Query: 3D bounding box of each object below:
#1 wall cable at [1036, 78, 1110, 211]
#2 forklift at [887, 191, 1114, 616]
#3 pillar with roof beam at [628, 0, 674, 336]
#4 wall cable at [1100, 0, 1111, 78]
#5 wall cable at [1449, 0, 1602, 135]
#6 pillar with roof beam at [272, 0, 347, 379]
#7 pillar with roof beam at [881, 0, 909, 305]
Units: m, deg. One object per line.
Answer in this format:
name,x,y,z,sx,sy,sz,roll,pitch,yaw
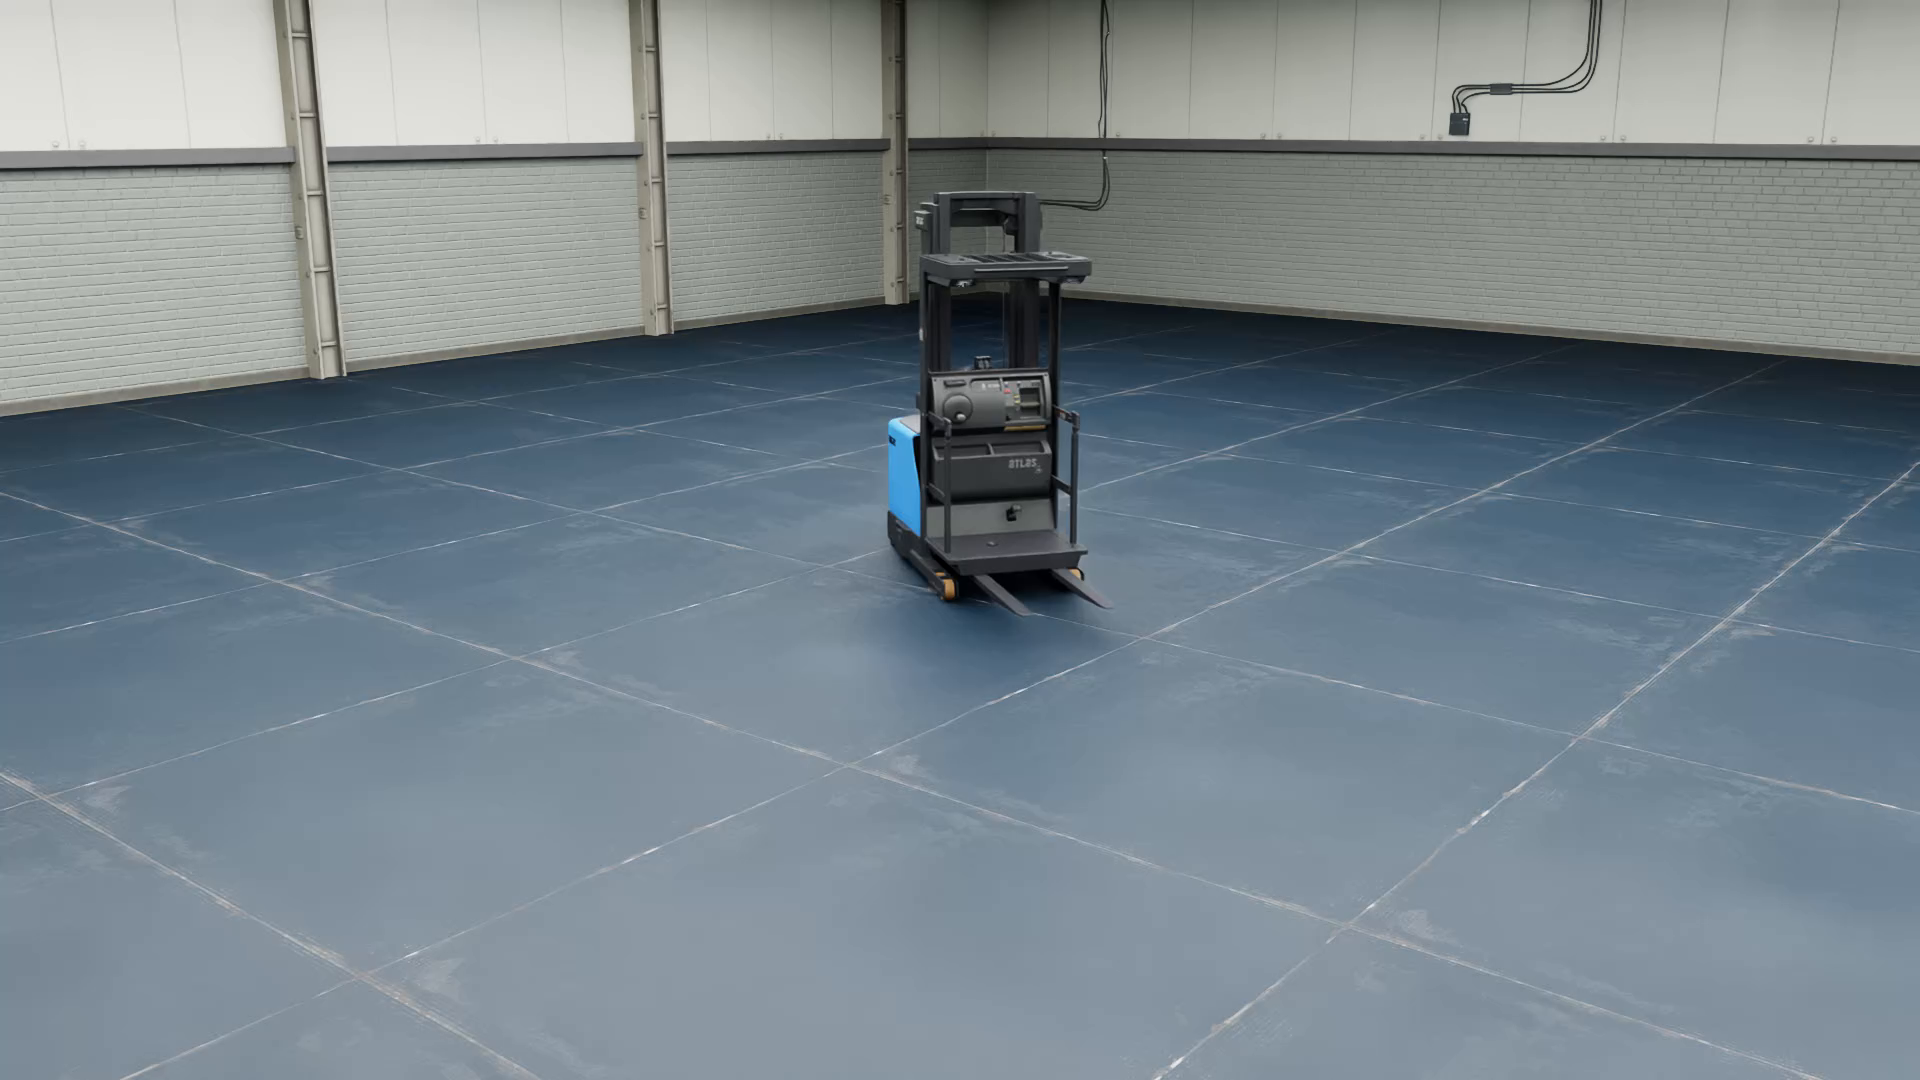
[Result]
wall cable,1.659,-7.783,32.790,3.097,2.526,0.112,11,18,38
forklift,0.304,-1.076,12.405,1.130,2.935,3.031,-4,15,-16
pillar with roof beam,-1.643,-7.113,23.847,9.100,9.000,0.400,11,18,38
wall cable,3.764,-9.812,30.520,3.097,2.526,0.112,11,18,38
wall cable,9.034,-9.464,26.194,2.305,6.003,0.169,11,18,38
pillar with roof beam,-5.414,-5.964,19.324,9.100,9.000,0.400,11,18,38
pillar with roof beam,2.128,-8.262,28.370,9.100,9.000,0.400,11,18,38
